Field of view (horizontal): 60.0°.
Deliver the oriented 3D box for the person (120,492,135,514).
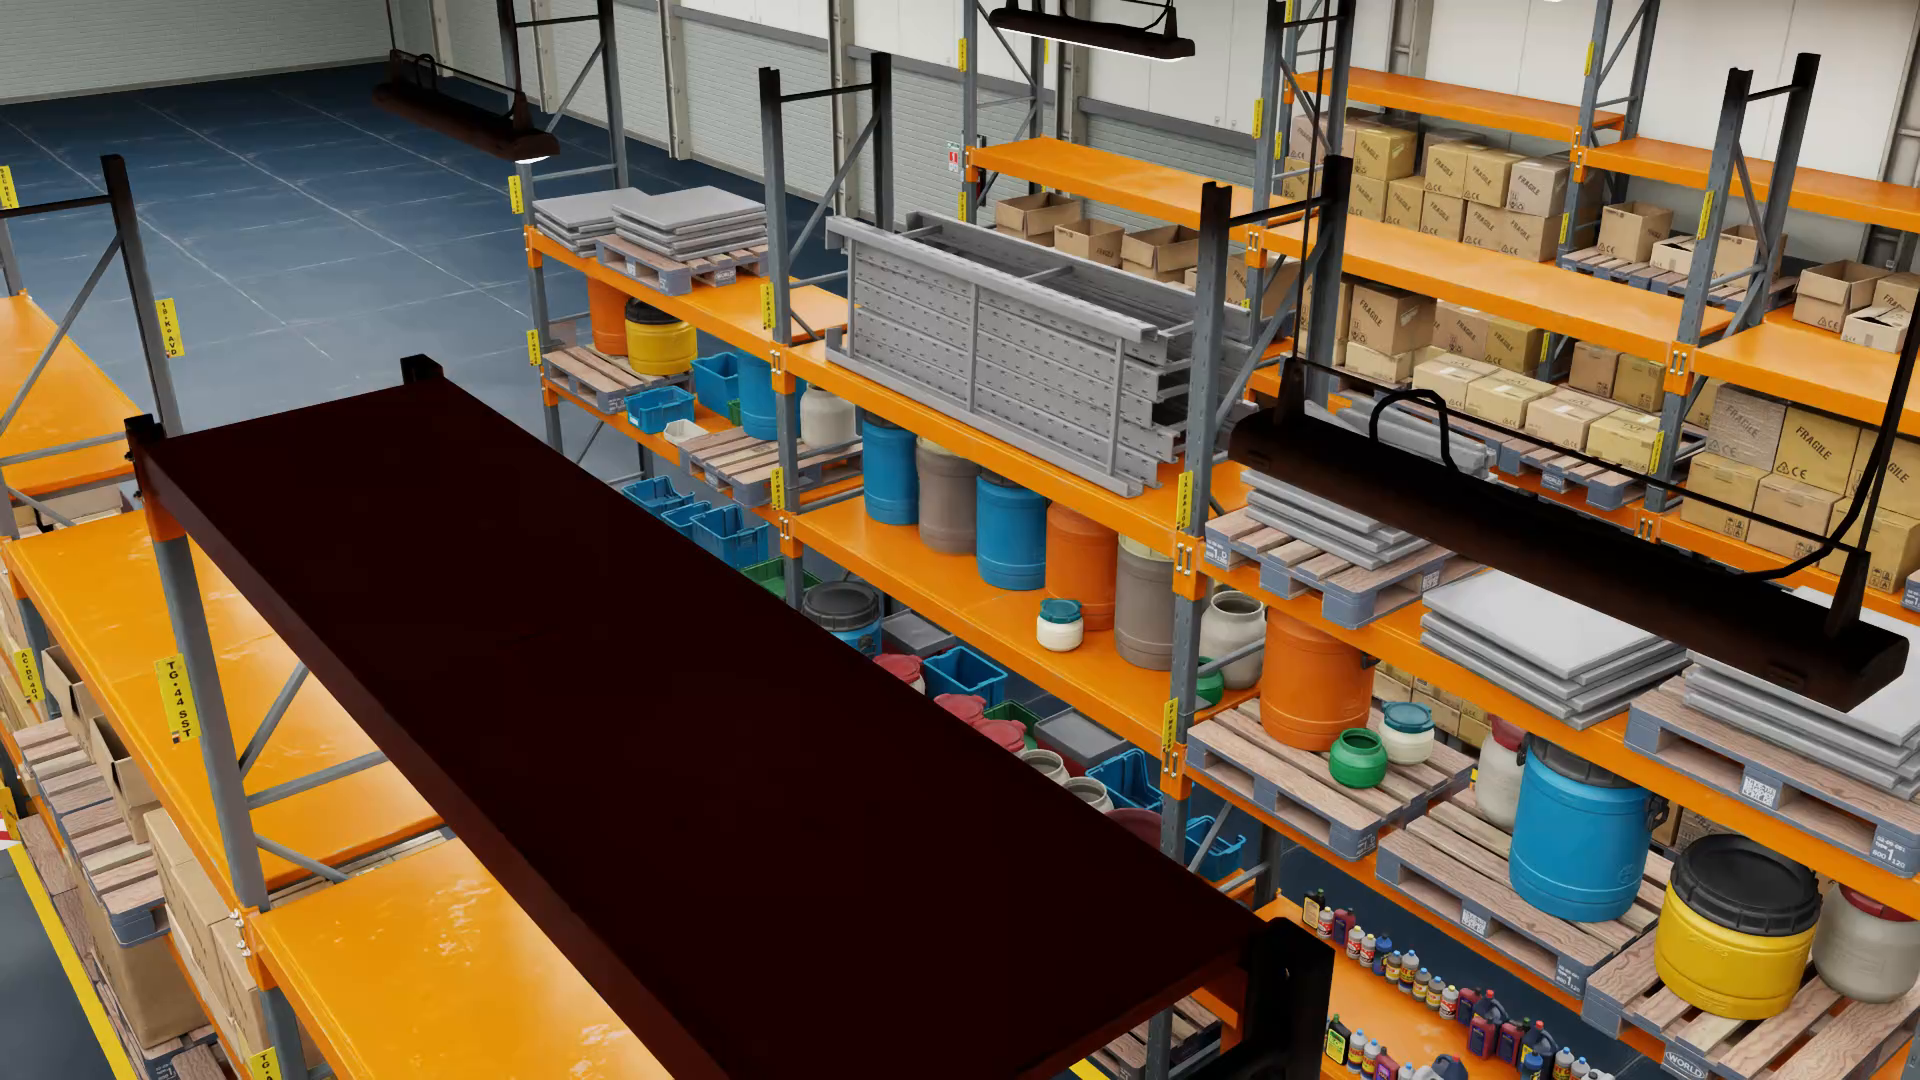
[{"bbox_3d":[-8.180,0.075,15.974,0.609,1.671,0.845,-20,32,-35],"label":"person"}]
